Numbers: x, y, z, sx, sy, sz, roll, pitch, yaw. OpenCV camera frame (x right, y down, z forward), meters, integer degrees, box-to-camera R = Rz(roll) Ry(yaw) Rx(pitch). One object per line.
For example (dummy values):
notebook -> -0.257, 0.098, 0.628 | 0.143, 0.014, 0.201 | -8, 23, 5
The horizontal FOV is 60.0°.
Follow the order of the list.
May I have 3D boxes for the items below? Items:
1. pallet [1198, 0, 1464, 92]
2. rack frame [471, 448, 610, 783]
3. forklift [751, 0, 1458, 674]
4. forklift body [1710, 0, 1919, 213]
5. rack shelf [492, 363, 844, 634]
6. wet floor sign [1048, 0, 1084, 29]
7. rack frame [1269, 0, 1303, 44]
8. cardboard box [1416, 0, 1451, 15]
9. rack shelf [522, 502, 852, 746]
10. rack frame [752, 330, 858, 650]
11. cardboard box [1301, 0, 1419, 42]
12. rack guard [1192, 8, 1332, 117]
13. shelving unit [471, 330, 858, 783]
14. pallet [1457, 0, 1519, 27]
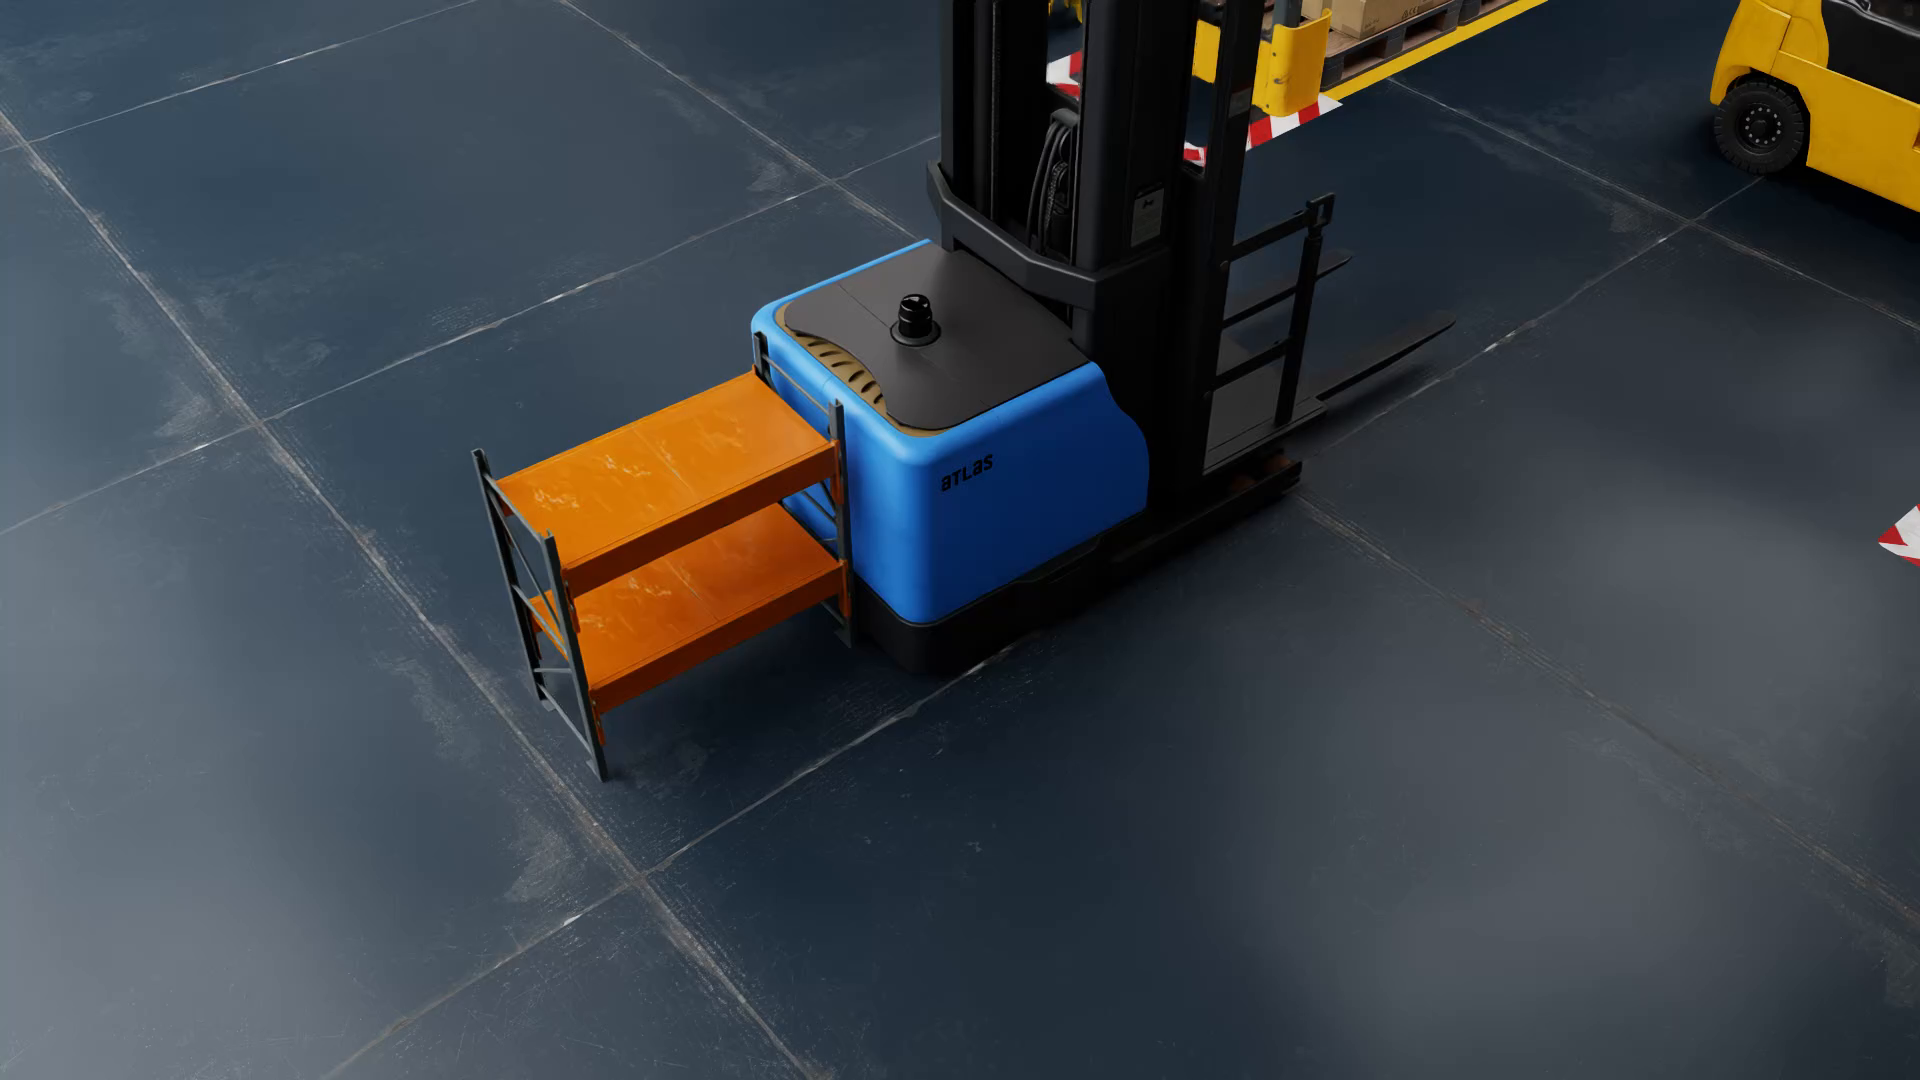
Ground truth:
pallet -> 2.108, -3.036, 9.553 | 1.213, 0.211, 1.003 | -30, 51, -28
rack frame -> -1.345, 0.267, 5.369 | 0.032, 1.125, 0.500 | -27, 50, -26
forklift -> 0.741, -1.425, 5.851 | 3.031, 2.935, 1.130 | -27, 50, -26
forklift body -> 4.875, -2.557, 7.627 | 1.214, 2.155, 2.313 | -30, 51, -28
rack shelf -> -0.939, -0.156, 5.392 | 1.000, 0.278, 0.538 | -27, 50, -26
wet floor sign -> 0.572, -3.301, 9.518 | 0.232, 0.644, 0.267 | -14, 45, -14
rack frame -> 1.404, -3.681, 8.203 | 0.127, 3.000, 1.000 | -30, 51, -28
cardboard box -> 2.596, -3.261, 9.458 | 0.500, 0.250, 0.500 | -28, 50, -27
rack shelf -> -0.939, 0.236, 5.759 | 1.000, 0.278, 0.538 | -27, 50, -26
rack frame -> -0.534, -0.152, 5.815 | 0.032, 1.125, 0.500 | -27, 50, -26
cardboard box -> 2.200, -3.041, 9.223 | 0.500, 0.250, 0.500 | -30, 51, -28
rack guard -> 1.462, -2.803, 9.094 | 0.348, 0.500, 1.175 | -30, 51, -28
shelving unit -> -0.939, 0.057, 5.592 | 1.048, 1.125, 0.538 | -27, 50, -26
pallet -> 3.043, -3.569, 10.121 | 1.213, 0.211, 1.003 | -30, 51, -28
